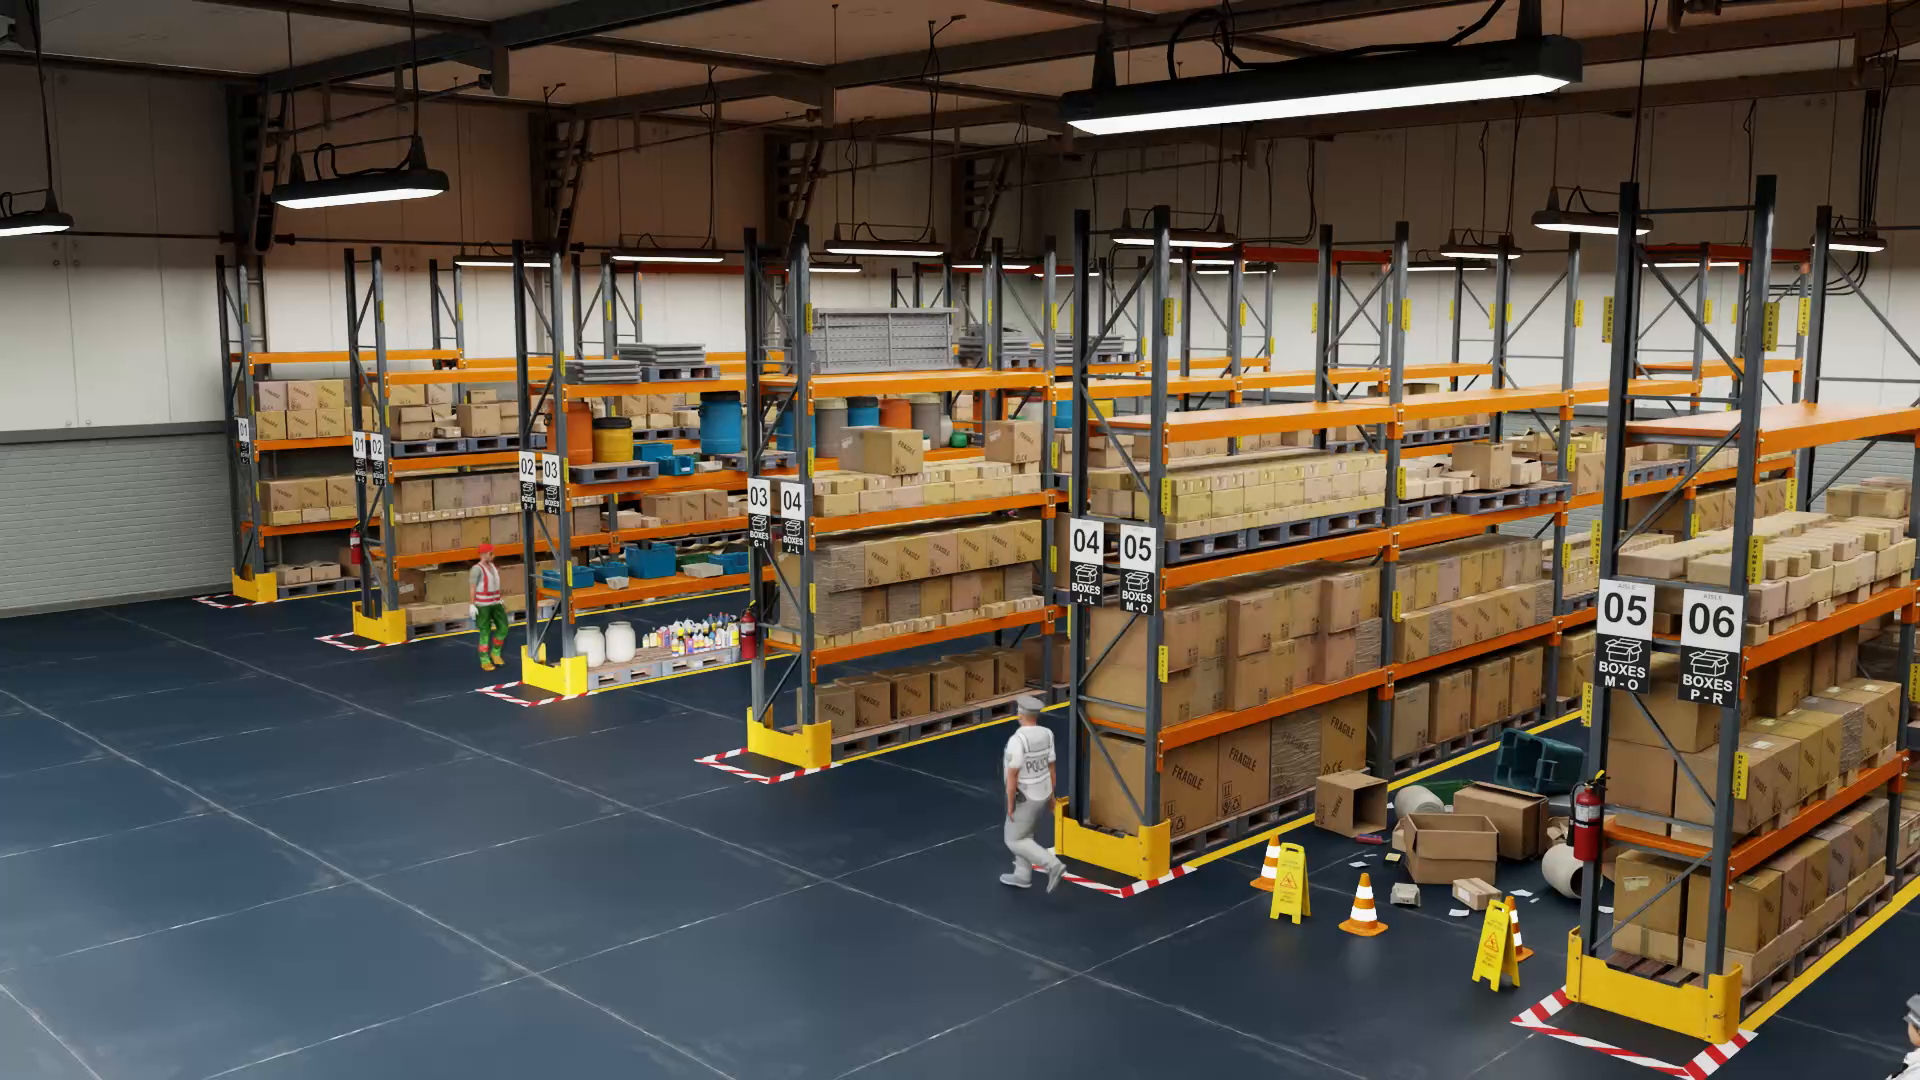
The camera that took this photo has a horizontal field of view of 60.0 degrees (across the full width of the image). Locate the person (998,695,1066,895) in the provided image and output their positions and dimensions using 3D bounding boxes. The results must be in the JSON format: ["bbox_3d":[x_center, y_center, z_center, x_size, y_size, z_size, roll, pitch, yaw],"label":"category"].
[{"bbox_3d":[0.625,2.241,14.557,0.699,1.748,0.530,3,9,20],"label":"person"}]

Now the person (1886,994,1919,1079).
[{"bbox_3d":[4.838,3.167,8.516,0.438,1.713,0.494,3,9,23],"label":"person"}]

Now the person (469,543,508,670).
[{"bbox_3d":[-6.726,0.940,23.705,0.437,1.802,0.649,5,9,30],"label":"person"}]

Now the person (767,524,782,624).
[{"bbox_3d":[-2.965,0.489,26.796,0.603,1.798,0.460,-5,9,-29],"label":"person"}]
